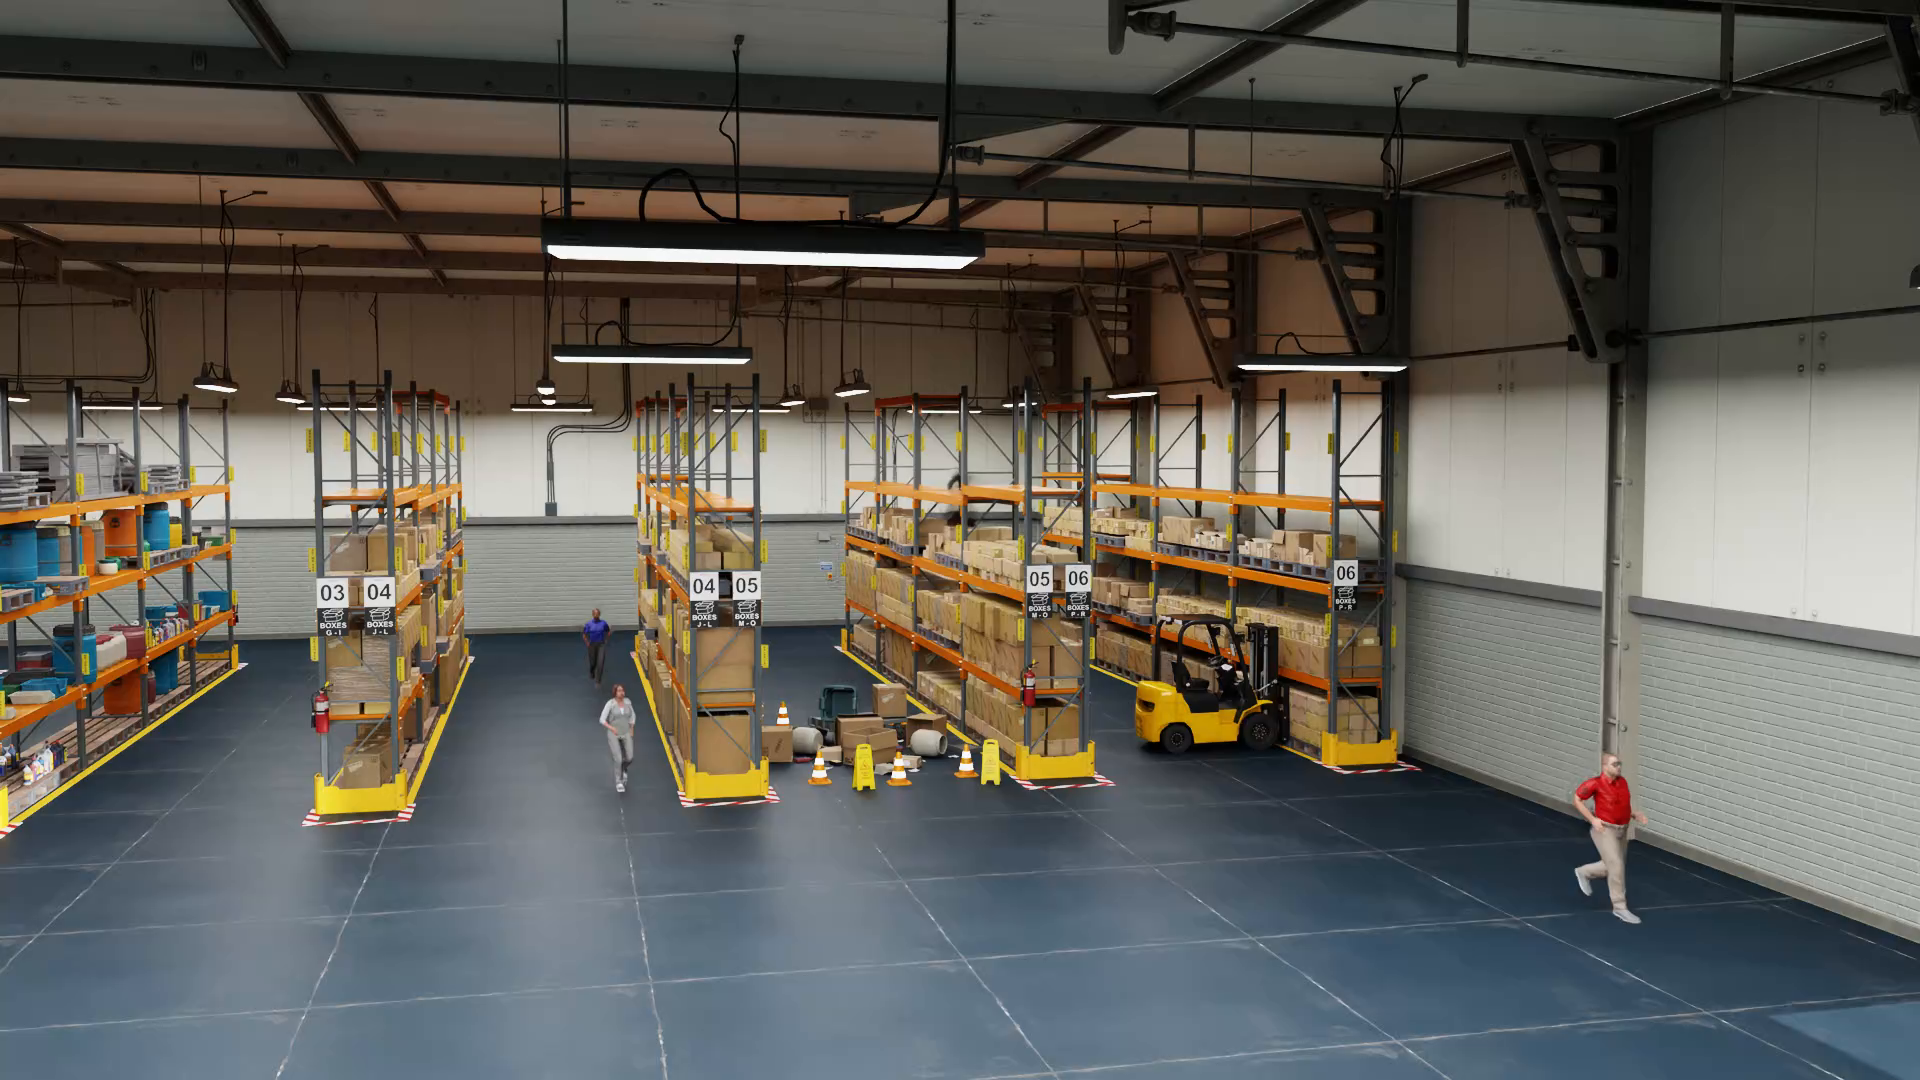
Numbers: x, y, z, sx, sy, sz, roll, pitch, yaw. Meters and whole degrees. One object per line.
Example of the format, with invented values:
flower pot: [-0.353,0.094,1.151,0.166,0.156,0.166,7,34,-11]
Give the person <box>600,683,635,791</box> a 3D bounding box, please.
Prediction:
person: [-4.904,2.842,23.934,0.543,1.563,0.530,-2,4,-27]

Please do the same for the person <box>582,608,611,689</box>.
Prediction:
person: [-7.487,2.226,34.305,0.588,1.640,0.768,-1,3,-17]

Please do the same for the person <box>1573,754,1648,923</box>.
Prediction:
person: [6.900,3.136,17.719,0.663,1.731,0.879,-2,4,-31]
